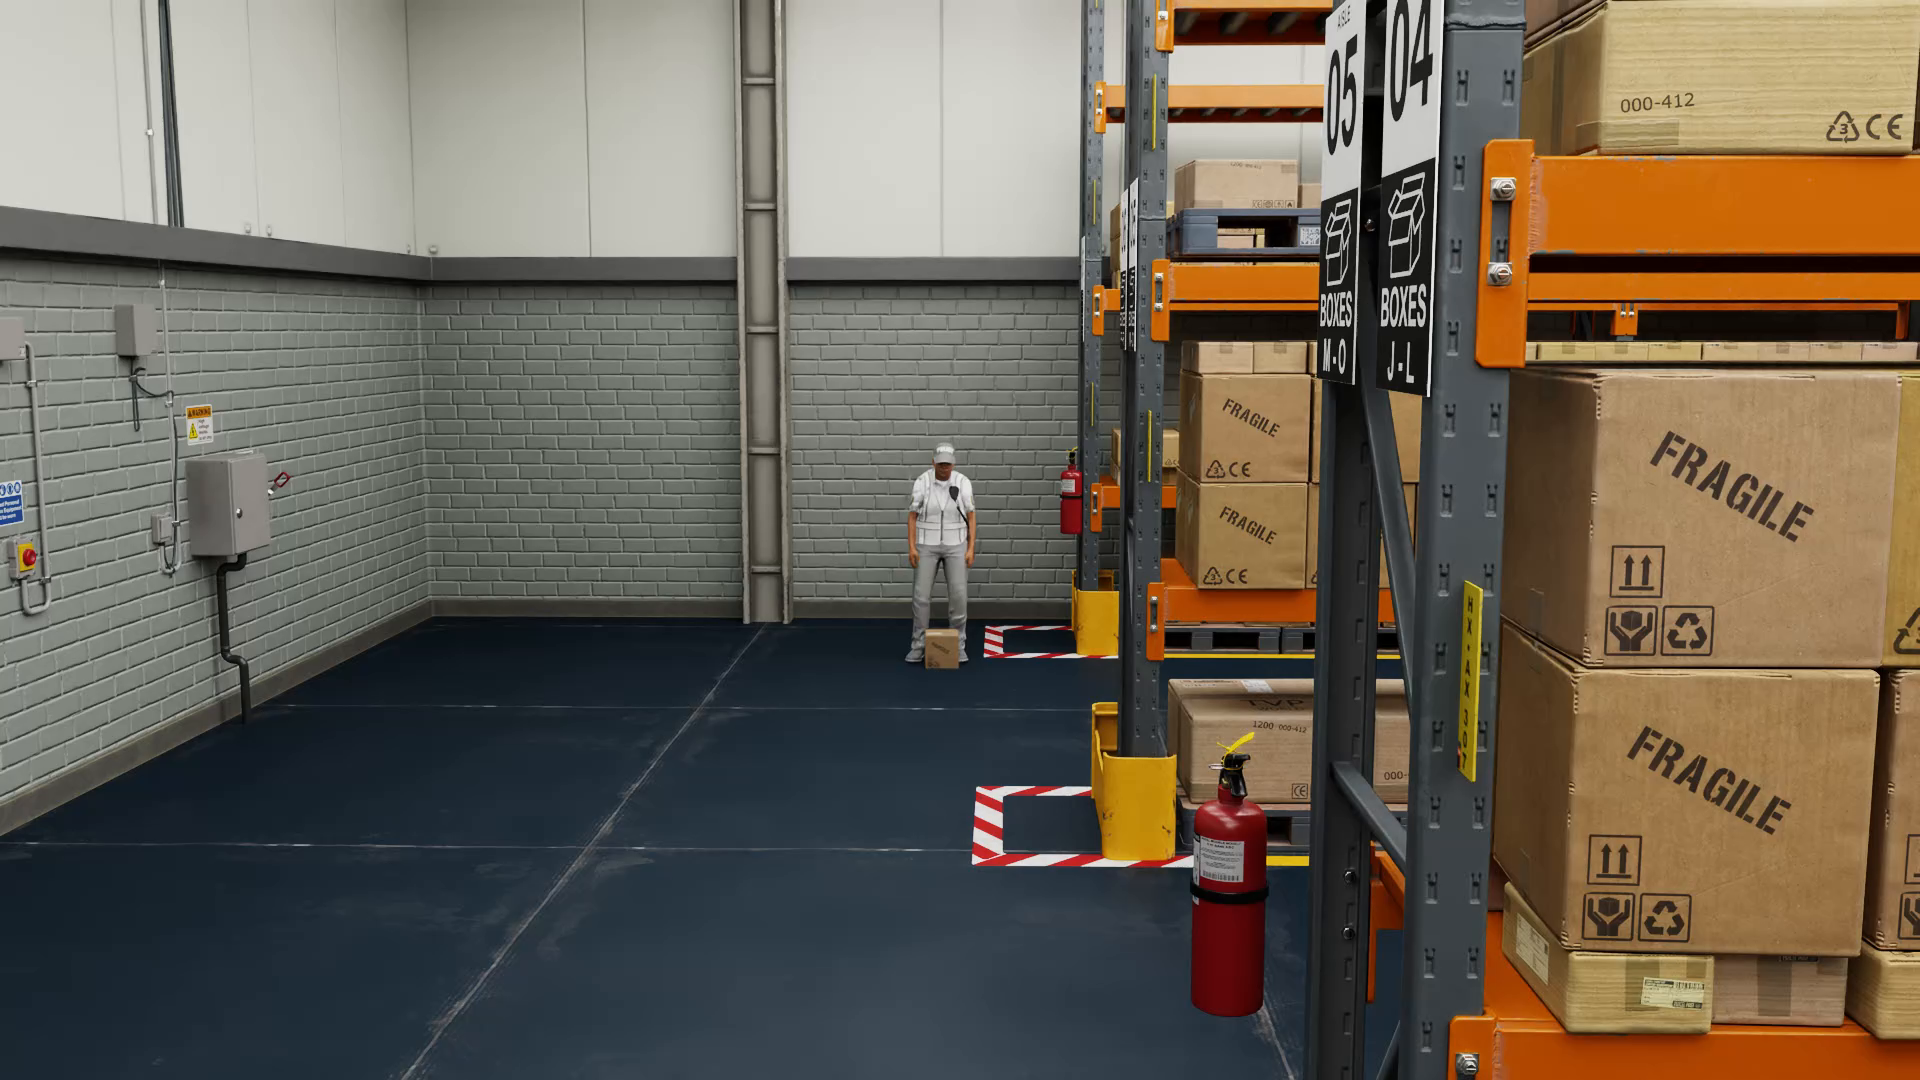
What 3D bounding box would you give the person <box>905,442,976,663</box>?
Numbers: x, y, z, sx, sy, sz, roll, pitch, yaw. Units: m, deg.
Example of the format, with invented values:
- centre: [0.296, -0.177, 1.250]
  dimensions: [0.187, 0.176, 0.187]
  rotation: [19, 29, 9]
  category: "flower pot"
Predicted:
- centre: [-0.147, 0.086, 12.581]
  dimensions: [0.540, 1.666, 0.464]
  rotation: [0, 7, -1]
  category: "person"
